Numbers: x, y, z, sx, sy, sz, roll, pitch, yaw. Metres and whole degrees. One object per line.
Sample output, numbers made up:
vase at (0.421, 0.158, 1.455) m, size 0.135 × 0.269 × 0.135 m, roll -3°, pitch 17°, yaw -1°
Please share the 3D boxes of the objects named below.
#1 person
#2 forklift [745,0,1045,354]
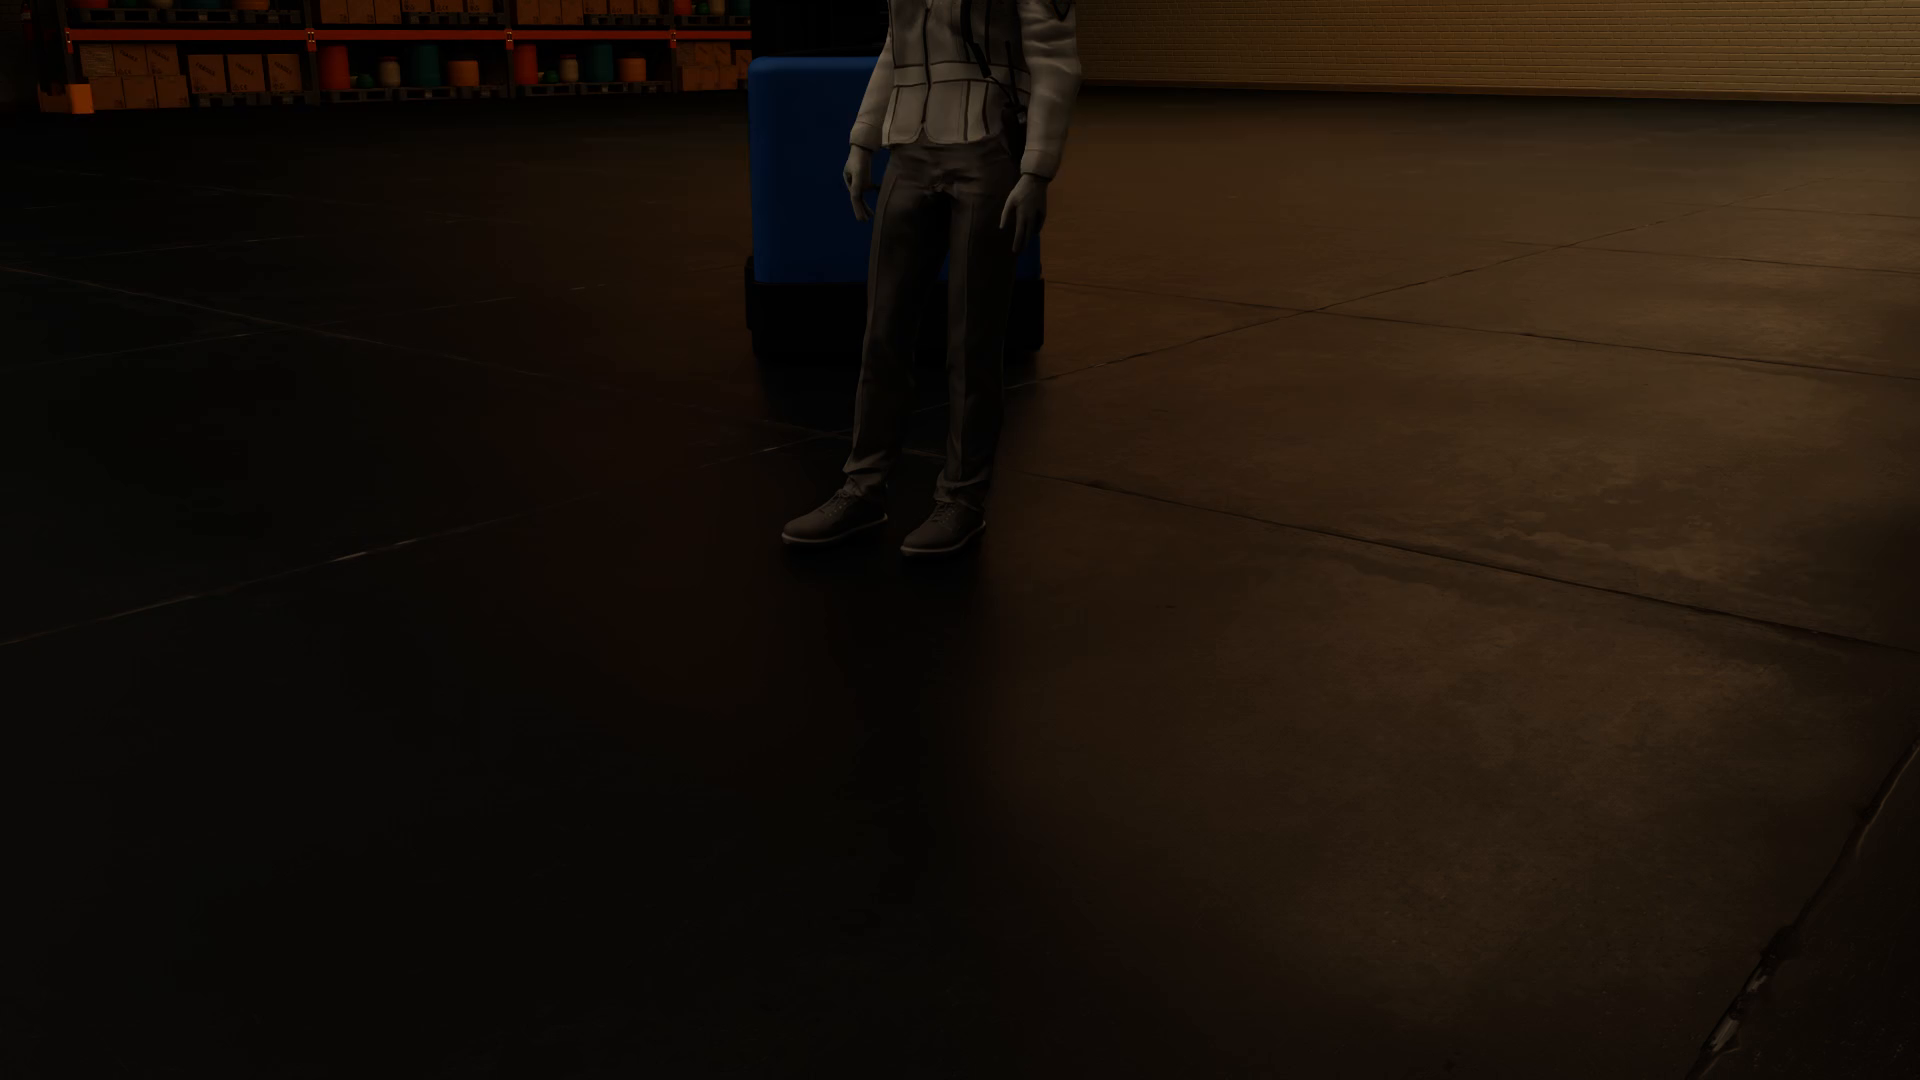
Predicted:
person at (-0.048, -0.804, 3.648) m, size 0.588 × 1.696 × 0.533 m, roll 13°, pitch 21°, yaw 37°
forklift at (-0.329, -2.447, 6.955) m, size 1.130 × 2.935 × 3.031 m, roll -1°, pitch 17°, yaw -4°
